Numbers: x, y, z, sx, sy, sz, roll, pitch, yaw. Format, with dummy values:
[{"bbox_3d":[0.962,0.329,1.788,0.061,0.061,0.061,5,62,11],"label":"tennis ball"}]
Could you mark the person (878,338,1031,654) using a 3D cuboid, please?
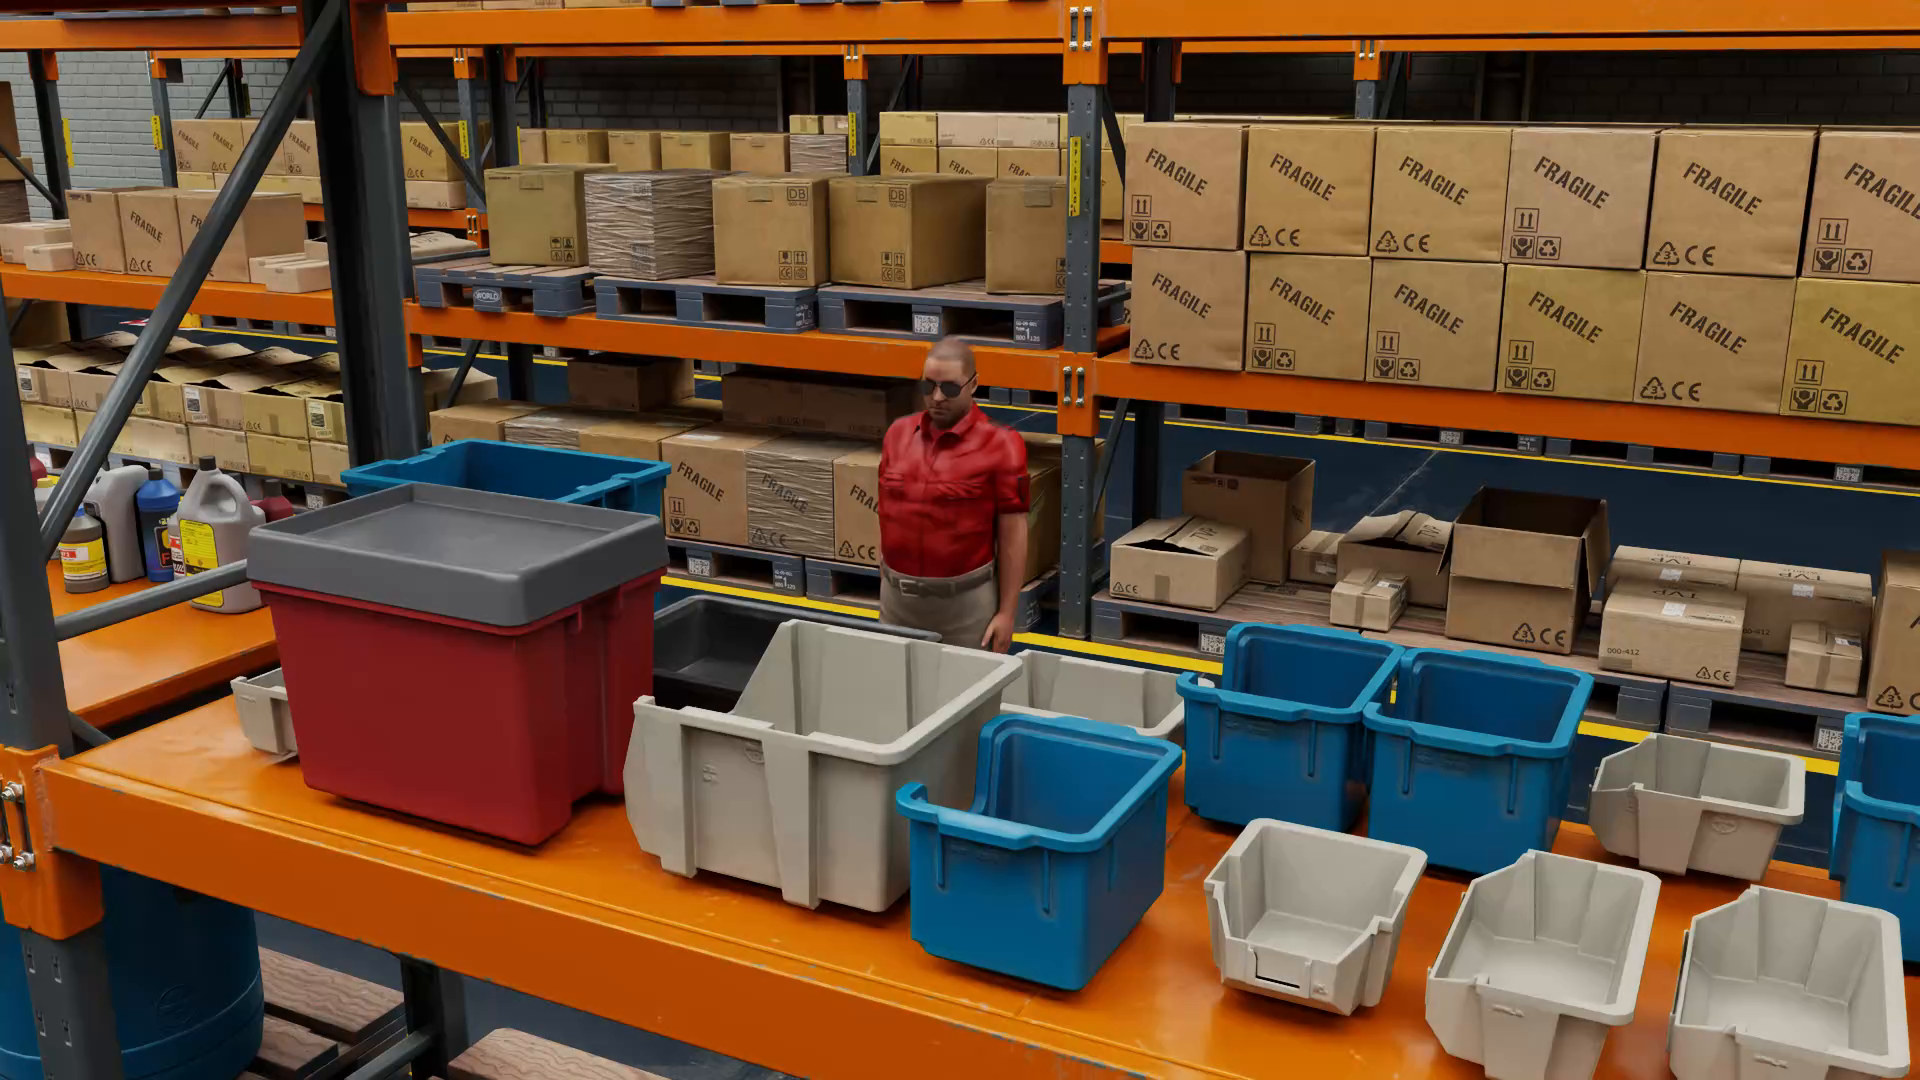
[{"bbox_3d":[-0.047,0.220,5.291,0.529,1.721,0.352,8,18,27],"label":"person"}]
